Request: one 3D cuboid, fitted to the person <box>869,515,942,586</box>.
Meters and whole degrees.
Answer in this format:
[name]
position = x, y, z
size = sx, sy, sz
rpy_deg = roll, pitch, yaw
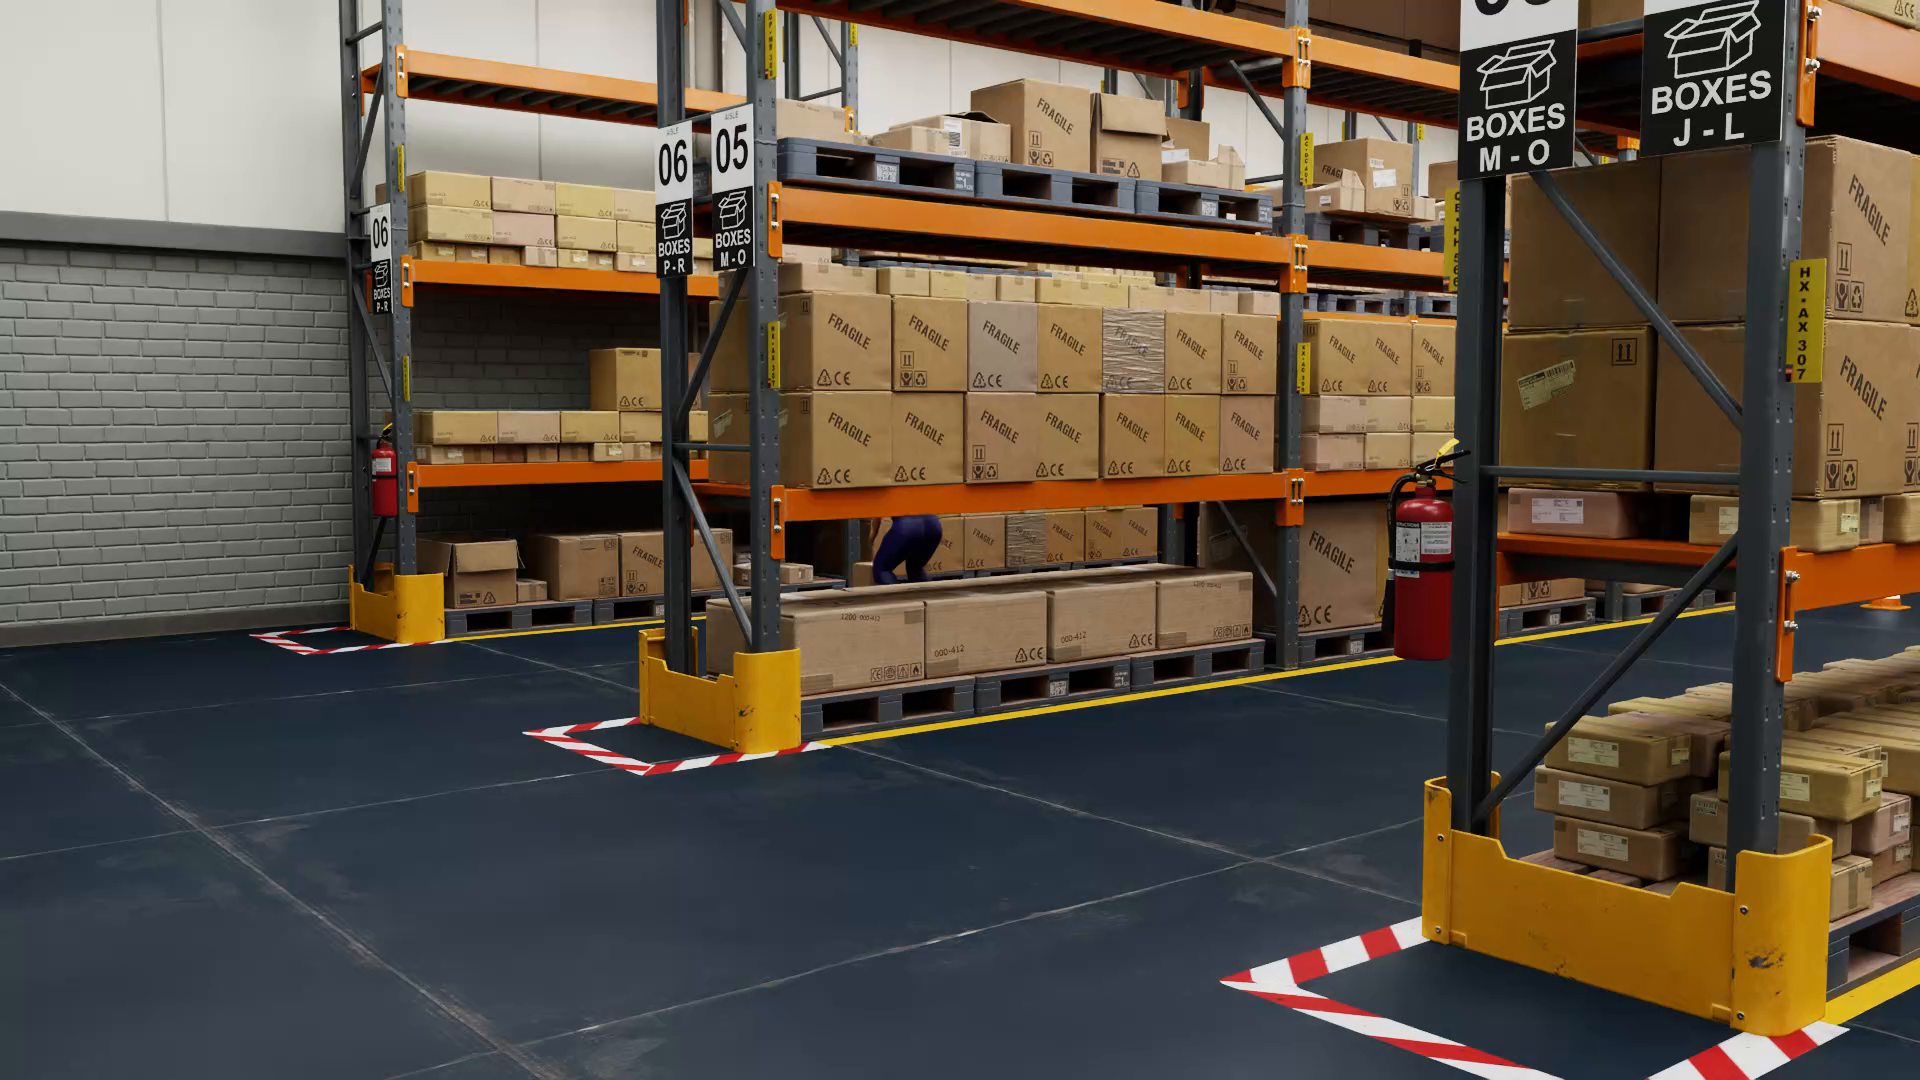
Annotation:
[person]
position = -0.445, -0.062, 13.280
size = 0.518, 1.490, 0.551
rpy_deg = -3, 6, -38
